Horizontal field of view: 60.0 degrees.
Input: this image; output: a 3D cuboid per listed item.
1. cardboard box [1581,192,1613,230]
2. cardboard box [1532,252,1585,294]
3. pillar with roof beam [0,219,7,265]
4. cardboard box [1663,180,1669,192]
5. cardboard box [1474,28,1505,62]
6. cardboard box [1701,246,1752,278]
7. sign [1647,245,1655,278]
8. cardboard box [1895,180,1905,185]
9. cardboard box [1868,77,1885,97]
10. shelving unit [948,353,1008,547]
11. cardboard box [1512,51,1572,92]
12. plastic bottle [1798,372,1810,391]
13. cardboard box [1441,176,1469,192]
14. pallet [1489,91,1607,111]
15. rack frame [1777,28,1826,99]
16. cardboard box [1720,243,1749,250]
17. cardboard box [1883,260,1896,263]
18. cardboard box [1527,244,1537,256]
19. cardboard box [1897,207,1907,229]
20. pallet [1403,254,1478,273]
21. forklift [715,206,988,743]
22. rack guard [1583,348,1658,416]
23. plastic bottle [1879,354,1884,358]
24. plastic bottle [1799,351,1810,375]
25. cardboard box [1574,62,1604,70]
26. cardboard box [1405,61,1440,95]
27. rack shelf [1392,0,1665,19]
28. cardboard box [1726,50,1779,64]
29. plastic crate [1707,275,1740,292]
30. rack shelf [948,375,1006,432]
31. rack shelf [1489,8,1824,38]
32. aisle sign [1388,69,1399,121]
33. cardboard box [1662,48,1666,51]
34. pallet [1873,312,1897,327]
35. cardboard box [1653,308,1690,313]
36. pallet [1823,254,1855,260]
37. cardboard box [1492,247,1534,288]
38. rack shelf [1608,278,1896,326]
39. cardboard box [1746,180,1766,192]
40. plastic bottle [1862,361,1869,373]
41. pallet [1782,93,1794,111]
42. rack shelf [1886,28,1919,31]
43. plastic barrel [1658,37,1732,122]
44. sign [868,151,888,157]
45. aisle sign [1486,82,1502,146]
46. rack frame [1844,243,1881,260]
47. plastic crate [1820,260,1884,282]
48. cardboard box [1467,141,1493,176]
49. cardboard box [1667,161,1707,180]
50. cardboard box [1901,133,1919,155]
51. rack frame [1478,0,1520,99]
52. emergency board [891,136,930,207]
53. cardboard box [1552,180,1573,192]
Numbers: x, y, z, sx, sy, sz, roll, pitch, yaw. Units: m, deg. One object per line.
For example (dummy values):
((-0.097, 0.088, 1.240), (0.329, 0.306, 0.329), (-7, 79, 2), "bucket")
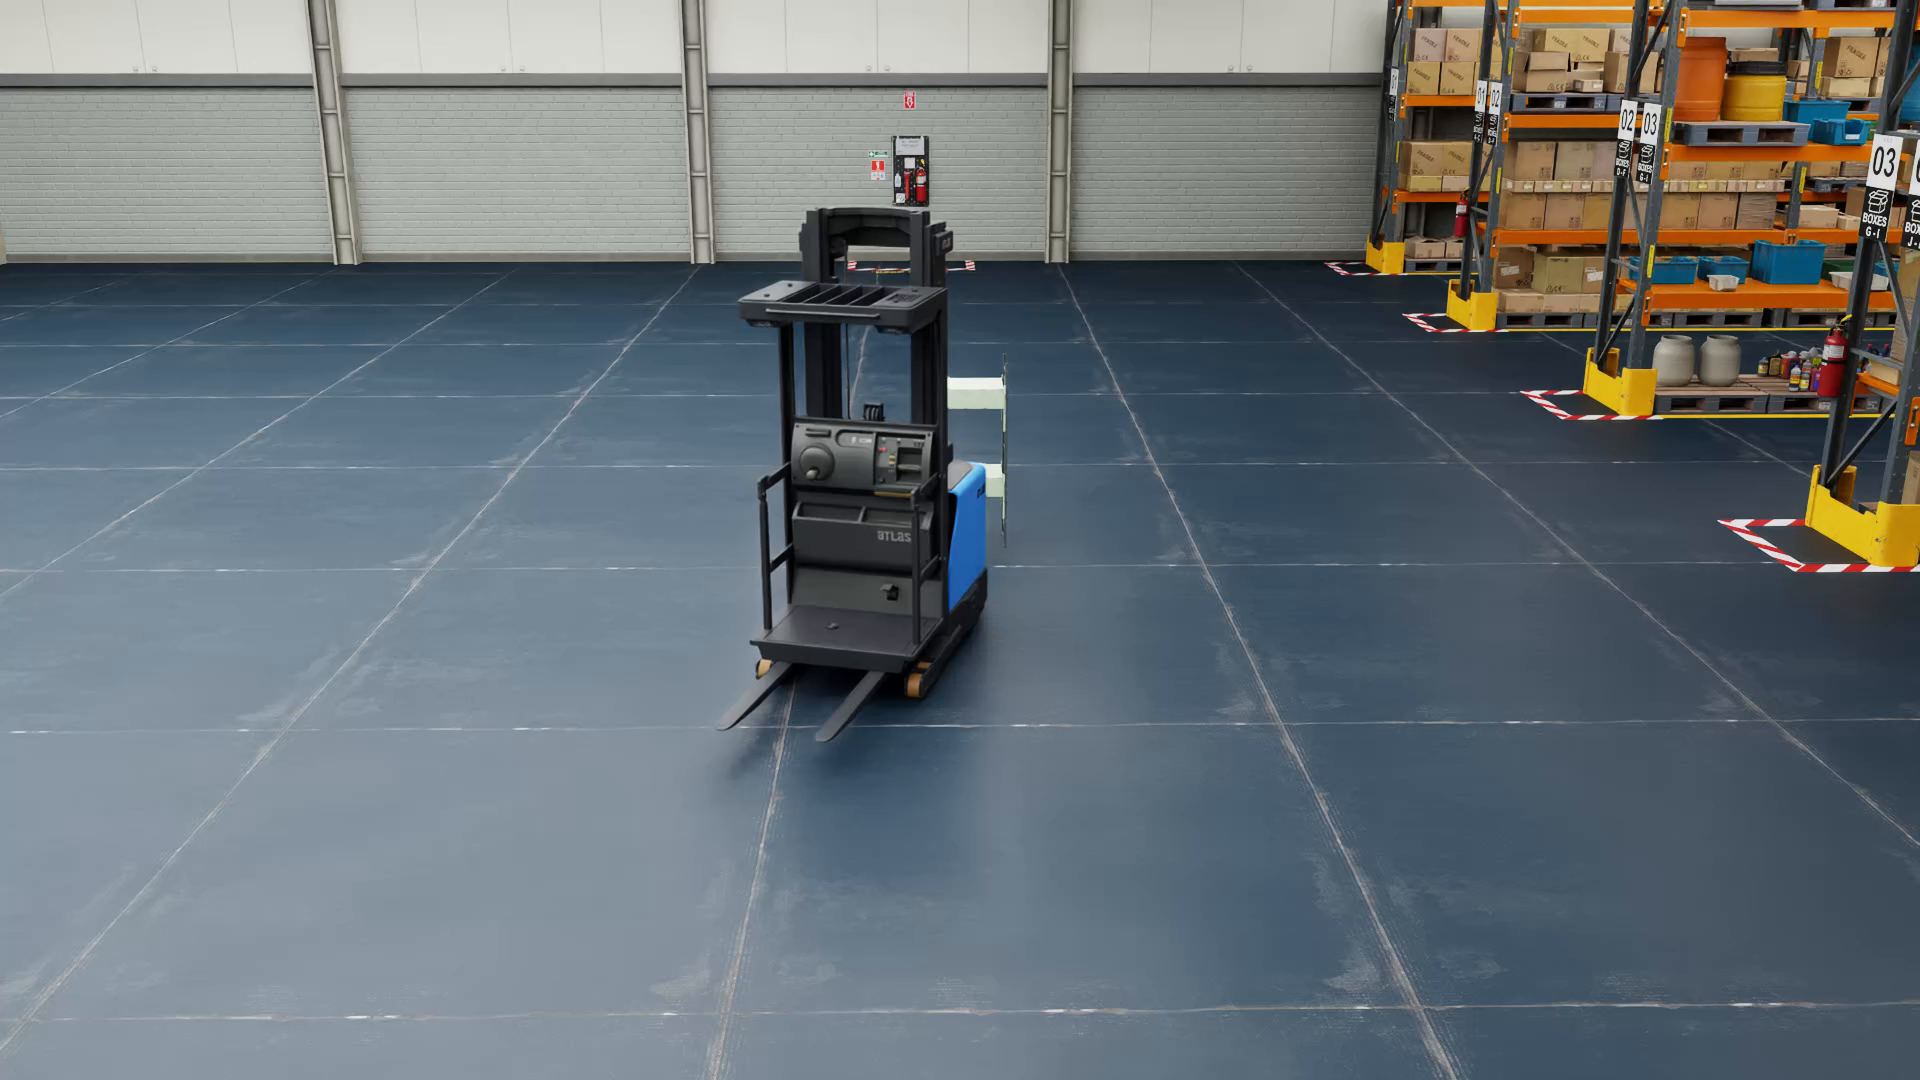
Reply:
((8.530, -4.474, 22.419), (0.500, 0.500, 0.700), (0, 18, 0), "cardboard box")
((8.081, -3.609, 22.472), (0.500, 0.500, 0.500), (0, 18, -1), "cardboard box")
((-16.283, -7.630, 22.600), (0.400, 9.000, 9.100), (0, 18, -1), "pillar with roof beam")
((9.238, -4.724, 22.139), (0.250, 0.149, 0.380), (0, 18, 1), "cardboard box")
((8.364, -7.818, 26.265), (0.500, 0.500, 0.500), (0, 18, 1), "cardboard box")
((10.573, -3.784, 23.018), (0.500, 0.500, 0.500), (0, 18, -1), "cardboard box")
((7.121, -2.874, 17.143), (0.005, 0.325, 0.100), (0, 18, -1), "sign")
((15.292, -5.795, 27.082), (0.250, 0.149, 0.380), (-1, 18, -2), "cardboard box")
((12.207, -6.003, 21.997), (0.500, 0.250, 0.500), (-2, 18, -6), "cardboard box")
((-0.007, -0.714, 13.318), (0.755, 1.500, 0.431), (0, 18, -1), "shelving unit")
((7.617, -6.169, 21.871), (0.637, 0.503, 0.797), (1, 18, 3), "cardboard box")
((9.038, -1.701, 17.802), (0.097, 0.201, 0.097), (0, 18, 0), "plastic bottle")
((7.972, -5.786, 26.888), (0.500, 0.250, 0.500), (-1, 18, -3), "cardboard box")
((7.749, -5.805, 21.967), (1.213, 0.211, 1.003), (0, 18, -1), "pallet")
((11.041, -7.299, 21.569), (0.127, 3.000, 1.000), (0, 18, -1), "rack frame")
((12.722, -4.991, 27.568), (0.500, 0.500, 0.700), (0, 18, 0), "cardboard box")
((12.963, -3.697, 23.058), (0.500, 0.311, 0.500), (0, 18, -2), "cardboard box")
((9.360, -4.806, 27.565), (0.250, 0.149, 0.380), (-2, 18, -5), "cardboard box")
((12.837, -4.494, 22.482), (0.500, 0.500, 0.500), (0, 18, -1), "cardboard box")
((7.849, -4.602, 27.547), (1.213, 0.211, 1.003), (0, 18, -1), "pallet")
((-0.679, -0.527, 10.393), (1.130, 2.935, 3.031), (5, 18, 14), "forklift")
((7.192, -1.735, 18.137), (0.348, 0.500, 1.175), (0, 18, -1), "rack guard")
((10.159, -1.925, 18.385), (0.097, 0.271, 0.097), (0, 18, 0), "plastic bottle")
((9.337, -1.959, 18.483), (0.135, 0.276, 0.152), (-1, 18, -2), "plastic bottle")
((9.953, -7.364, 26.487), (0.500, 0.500, 0.500), (-2, 18, -6), "cardboard box")
((7.298, -7.347, 26.432), (0.500, 0.500, 0.500), (0, 18, 1), "cardboard box")
((8.960, -8.458, 26.366), (4.000, 0.370, 1.077), (0, 18, -1), "rack shelf")
((10.534, -6.263, 22.170), (0.500, 0.500, 0.500), (1, 18, 4), "cardboard box")
((8.016, -2.691, 17.457), (0.250, 0.136, 0.298), (0, 18, -1), "plastic crate")
((-0.007, -1.086, 13.199), (0.720, 0.370, 0.431), (0, 18, -1), "rack shelf")
((9.042, -6.756, 21.710), (4.000, 0.370, 1.077), (0, 18, -1), "rack shelf")
((6.893, -7.082, 26.458), (0.004, 0.787, 0.394), (0, 18, -1), "aisle sign")
((11.507, -7.609, 26.596), (0.500, 0.500, 0.500), (2, 18, 7), "cardboard box")
((13.000, -3.137, 22.981), (1.213, 0.211, 1.003), (0, 18, -1), "pallet")
((9.581, -3.258, 22.607), (0.500, 0.250, 0.500), (0, 18, -1), "cardboard box")
((14.178, -4.644, 27.678), (1.213, 0.211, 1.003), (0, 18, -1), "pallet")
((7.573, -3.764, 22.958), (0.500, 0.500, 0.500), (0, 18, -1), "cardboard box")
((9.116, -2.577, 17.849), (4.000, 0.370, 1.077), (0, 18, -1), "rack shelf")
((10.526, -4.732, 22.161), (0.250, 0.149, 0.380), (-1, 18, -2), "cardboard box")
((9.797, -1.785, 17.928), (0.133, 0.283, 0.061), (0, 18, -1), "plastic bottle")
((10.189, -5.817, 22.003), (1.213, 0.211, 1.003), (0, 18, -1), "pallet")
((16.959, -8.308, 26.547), (4.000, 0.370, 1.077), (0, 18, -1), "rack shelf")
((7.600, -4.784, 17.250), (0.708, 0.830, 0.600), (0, 18, -1), "plastic barrel")
((-1.374, -6.470, 27.880), (0.331, 0.109, 0.001), (0, 18, -1), "sign")
((6.981, -5.567, 21.736), (0.004, 0.787, 0.394), (0, 18, -1), "aisle sign")
((14.959, -5.975, 27.262), (0.127, 3.000, 1.000), (0, 18, -1), "rack frame")
((9.754, -2.908, 18.050), (0.662, 0.188, 0.450), (0, 18, -1), "plastic crate")
((8.453, -6.142, 26.768), (0.500, 0.500, 0.500), (-1, 18, -3), "cardboard box")
((9.592, -5.099, 22.244), (0.500, 0.500, 0.700), (0, 18, -1), "cardboard box")
((7.467, -3.041, 12.799), (0.250, 0.149, 0.380), (0, 18, -1), "cardboard box")
((7.042, -7.280, 21.509), (0.127, 3.000, 1.000), (0, 18, -1), "rack frame")
((-0.825, -6.174, 27.885), (0.643, 1.169, 0.194), (0, 18, -1), "emergency board")
((7.951, -4.719, 22.121), (0.250, 0.149, 0.380), (0, 18, -1), "cardboard box")
